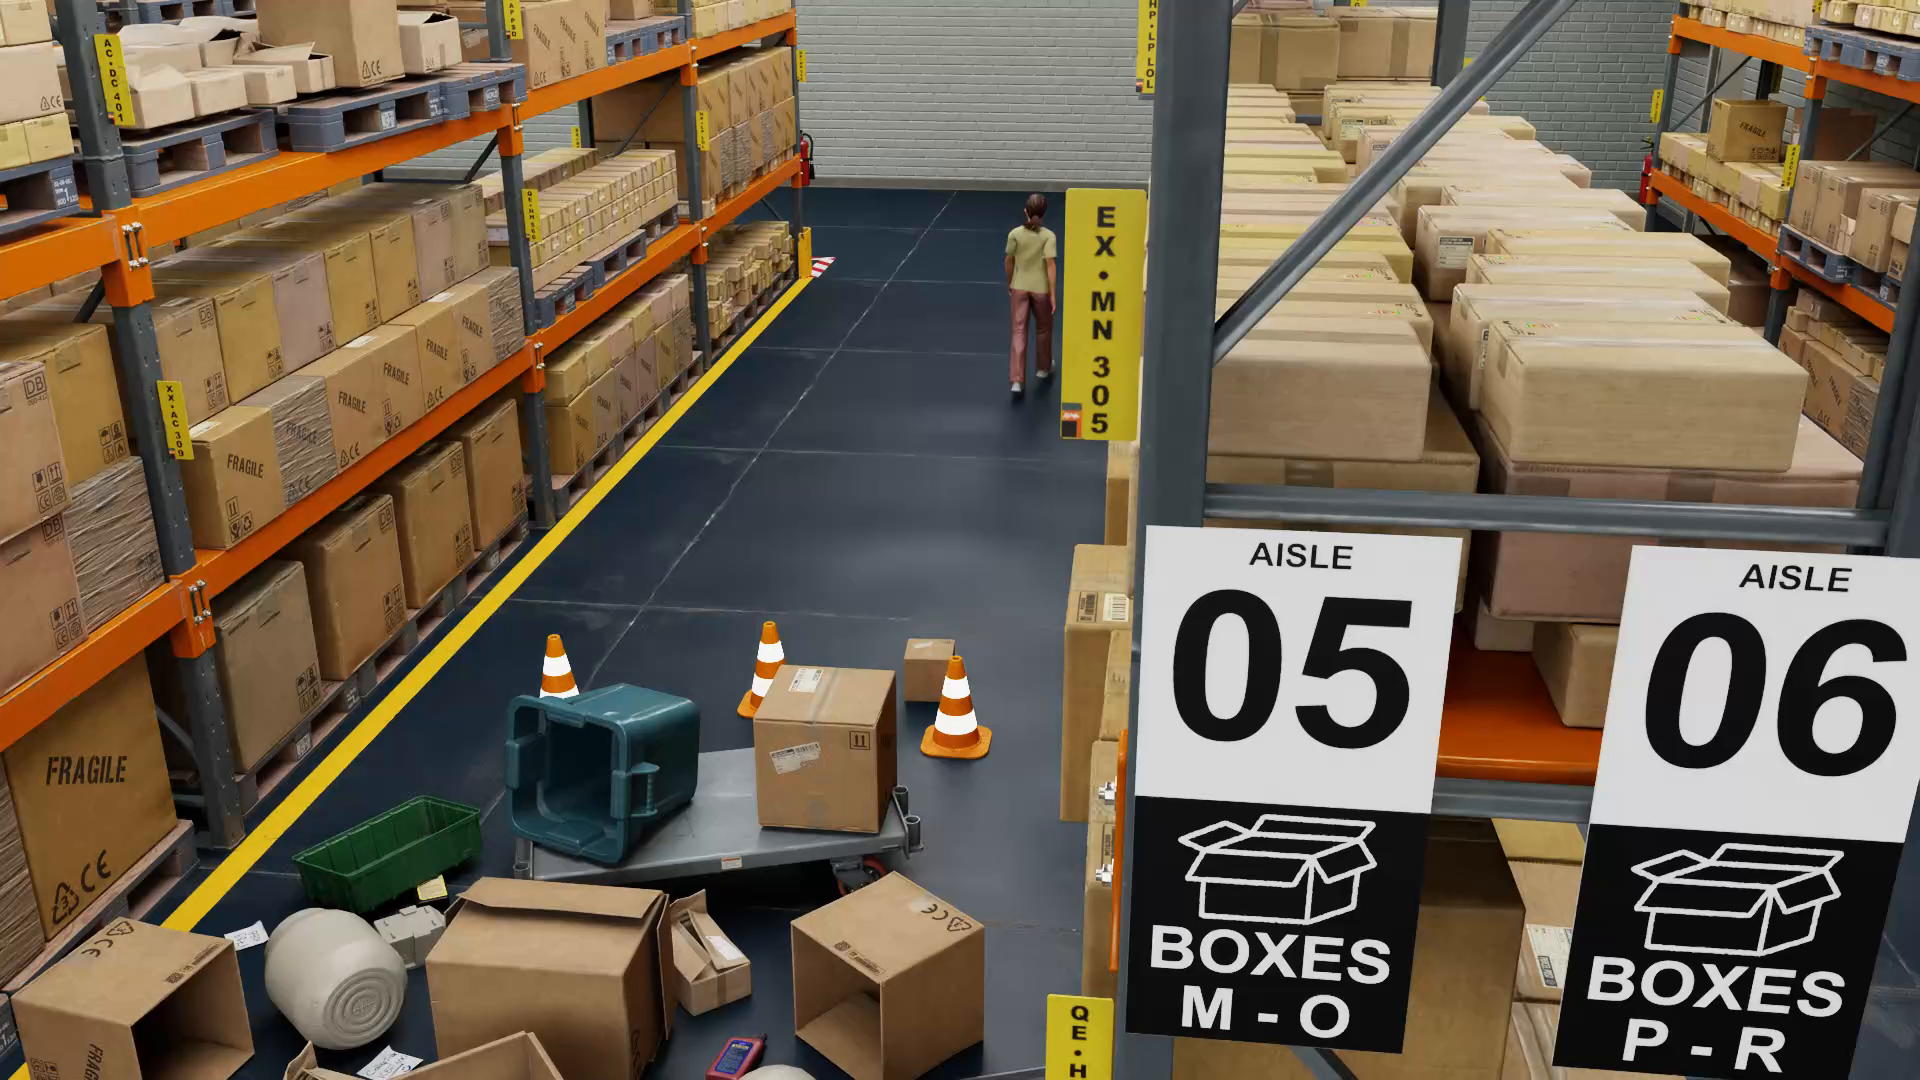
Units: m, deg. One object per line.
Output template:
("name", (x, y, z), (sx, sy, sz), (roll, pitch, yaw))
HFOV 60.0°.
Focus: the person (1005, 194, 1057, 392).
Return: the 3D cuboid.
("person", (0.602, -2.103, 13.995), (0.455, 1.625, 0.974), (3, 21, 8))
